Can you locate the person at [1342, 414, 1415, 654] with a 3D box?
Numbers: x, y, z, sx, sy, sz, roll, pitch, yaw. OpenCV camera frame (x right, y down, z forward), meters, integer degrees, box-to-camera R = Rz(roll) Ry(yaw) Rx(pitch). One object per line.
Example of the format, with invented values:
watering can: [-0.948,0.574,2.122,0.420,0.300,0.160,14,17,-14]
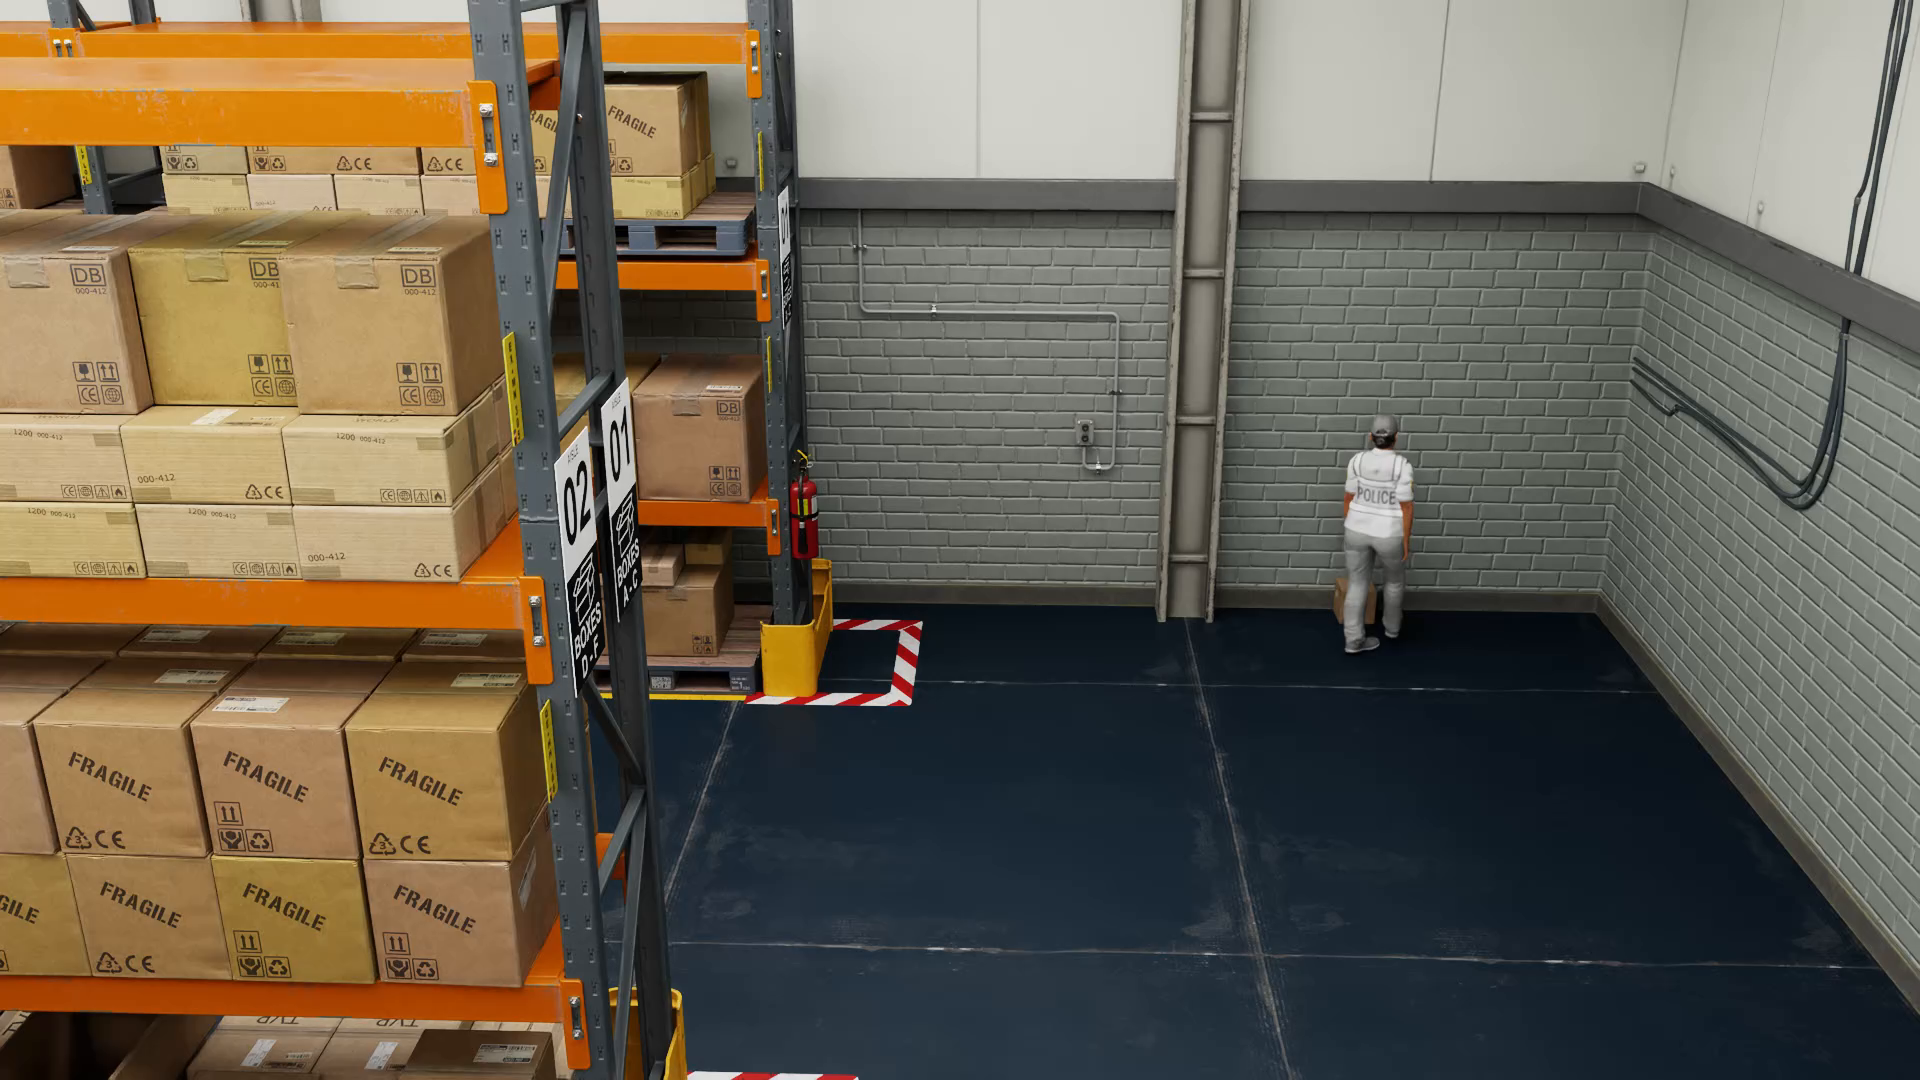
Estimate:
person: [2.856,-0.082,11.282,0.473,1.653,0.667,10,23,25]
